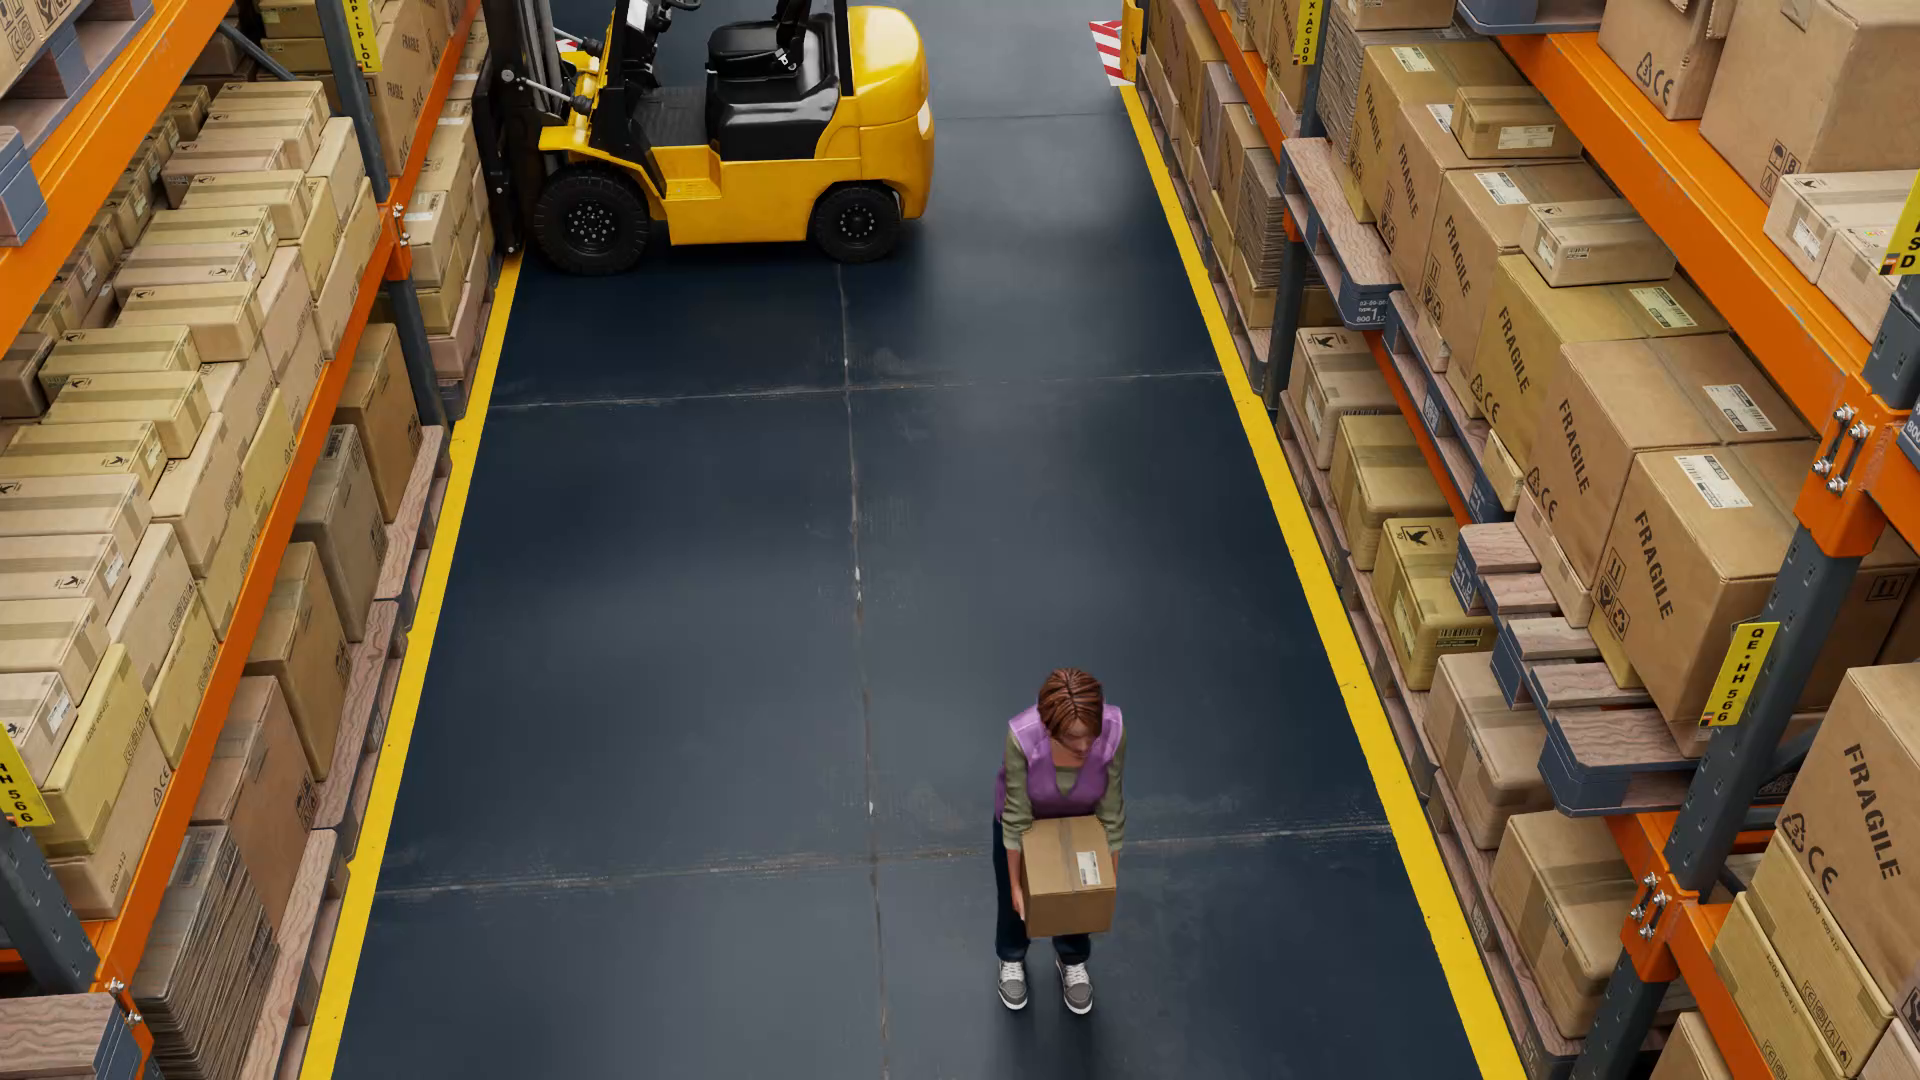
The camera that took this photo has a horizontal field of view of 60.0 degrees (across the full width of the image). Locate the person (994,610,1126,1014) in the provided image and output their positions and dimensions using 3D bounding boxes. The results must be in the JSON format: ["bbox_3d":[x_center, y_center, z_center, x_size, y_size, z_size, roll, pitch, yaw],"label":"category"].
[{"bbox_3d":[0.297,0.902,5.079,0.375,1.599,0.499,-3,40,-4],"label":"person"}]
